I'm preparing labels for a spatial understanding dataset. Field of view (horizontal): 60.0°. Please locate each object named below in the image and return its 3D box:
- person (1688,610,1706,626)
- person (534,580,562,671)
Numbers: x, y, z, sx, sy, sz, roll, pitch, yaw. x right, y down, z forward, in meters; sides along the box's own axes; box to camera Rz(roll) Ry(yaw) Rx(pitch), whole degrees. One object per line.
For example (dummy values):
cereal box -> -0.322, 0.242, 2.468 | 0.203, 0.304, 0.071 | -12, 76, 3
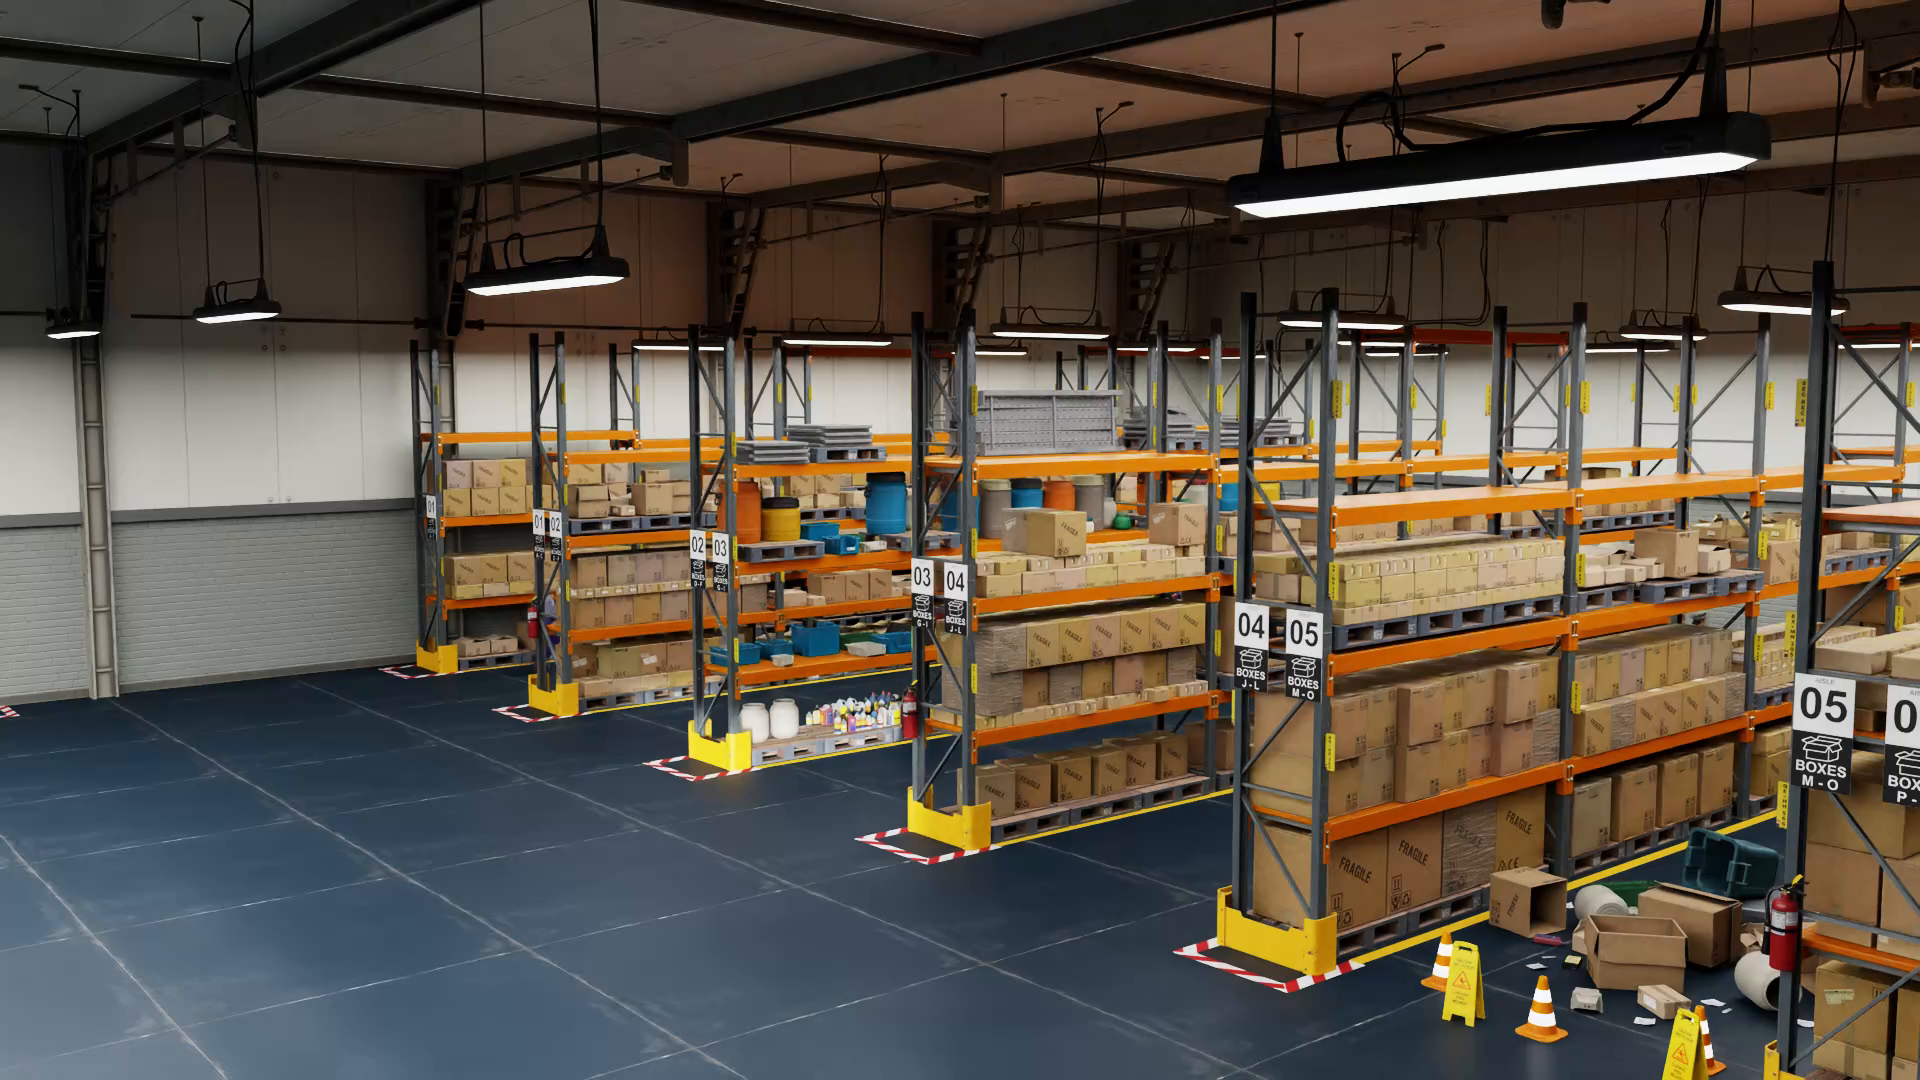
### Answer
person -> 11.443, 1.934, 25.856 | 0.418, 1.678, 0.539 | -2, 6, -18
person -> -7.497, 1.554, 30.141 | 0.458, 1.635, 0.538 | -3, 6, -27
